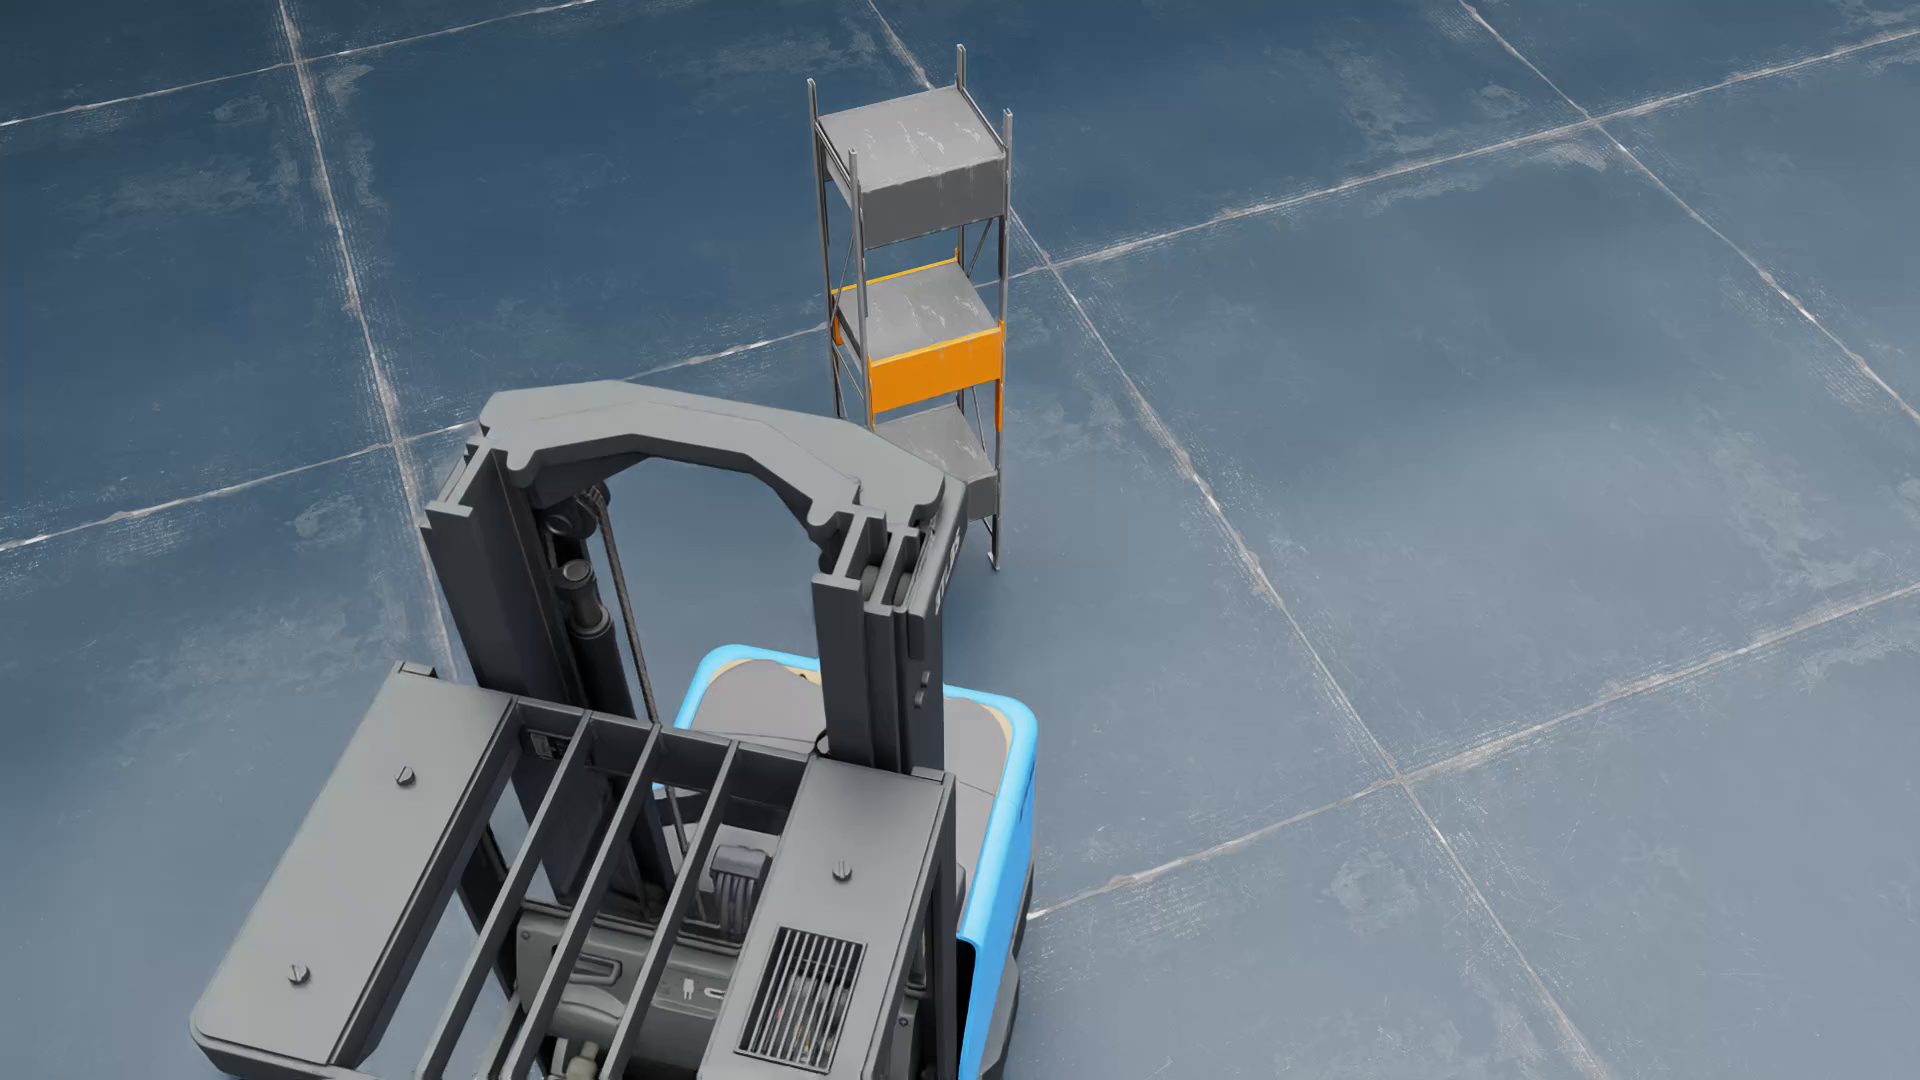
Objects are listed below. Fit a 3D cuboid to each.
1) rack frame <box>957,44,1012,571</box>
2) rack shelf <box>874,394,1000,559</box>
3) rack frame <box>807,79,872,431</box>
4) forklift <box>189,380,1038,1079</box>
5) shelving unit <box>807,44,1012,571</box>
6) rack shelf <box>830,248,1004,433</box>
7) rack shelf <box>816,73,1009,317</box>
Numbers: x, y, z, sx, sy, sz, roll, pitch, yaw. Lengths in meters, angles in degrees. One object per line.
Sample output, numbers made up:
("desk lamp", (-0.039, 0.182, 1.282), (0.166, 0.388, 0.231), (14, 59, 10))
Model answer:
("rack frame", (0.073, -0.707, 5.814), (0.015, 2.100, 0.400), (-17, 52, -14))
("rack shelf", (-0.153, -0.172, 6.295), (0.480, 0.518, 0.431), (-17, 52, -14))
("rack frame", (-0.379, -0.567, 5.693), (0.015, 2.100, 0.400), (-17, 52, -14))
("forklift", (-0.605, 1.214, 3.616), (1.130, 2.935, 3.031), (10, 50, 9))
("shelving unit", (-0.153, -0.637, 5.753), (0.503, 2.100, 0.431), (-17, 52, -14))
("rack shelf", (-0.153, -0.628, 5.764), (0.480, 0.518, 0.431), (-17, 52, -14))
("rack shelf", (-0.153, -1.084, 5.233), (0.480, 0.518, 0.431), (-17, 52, -14))
